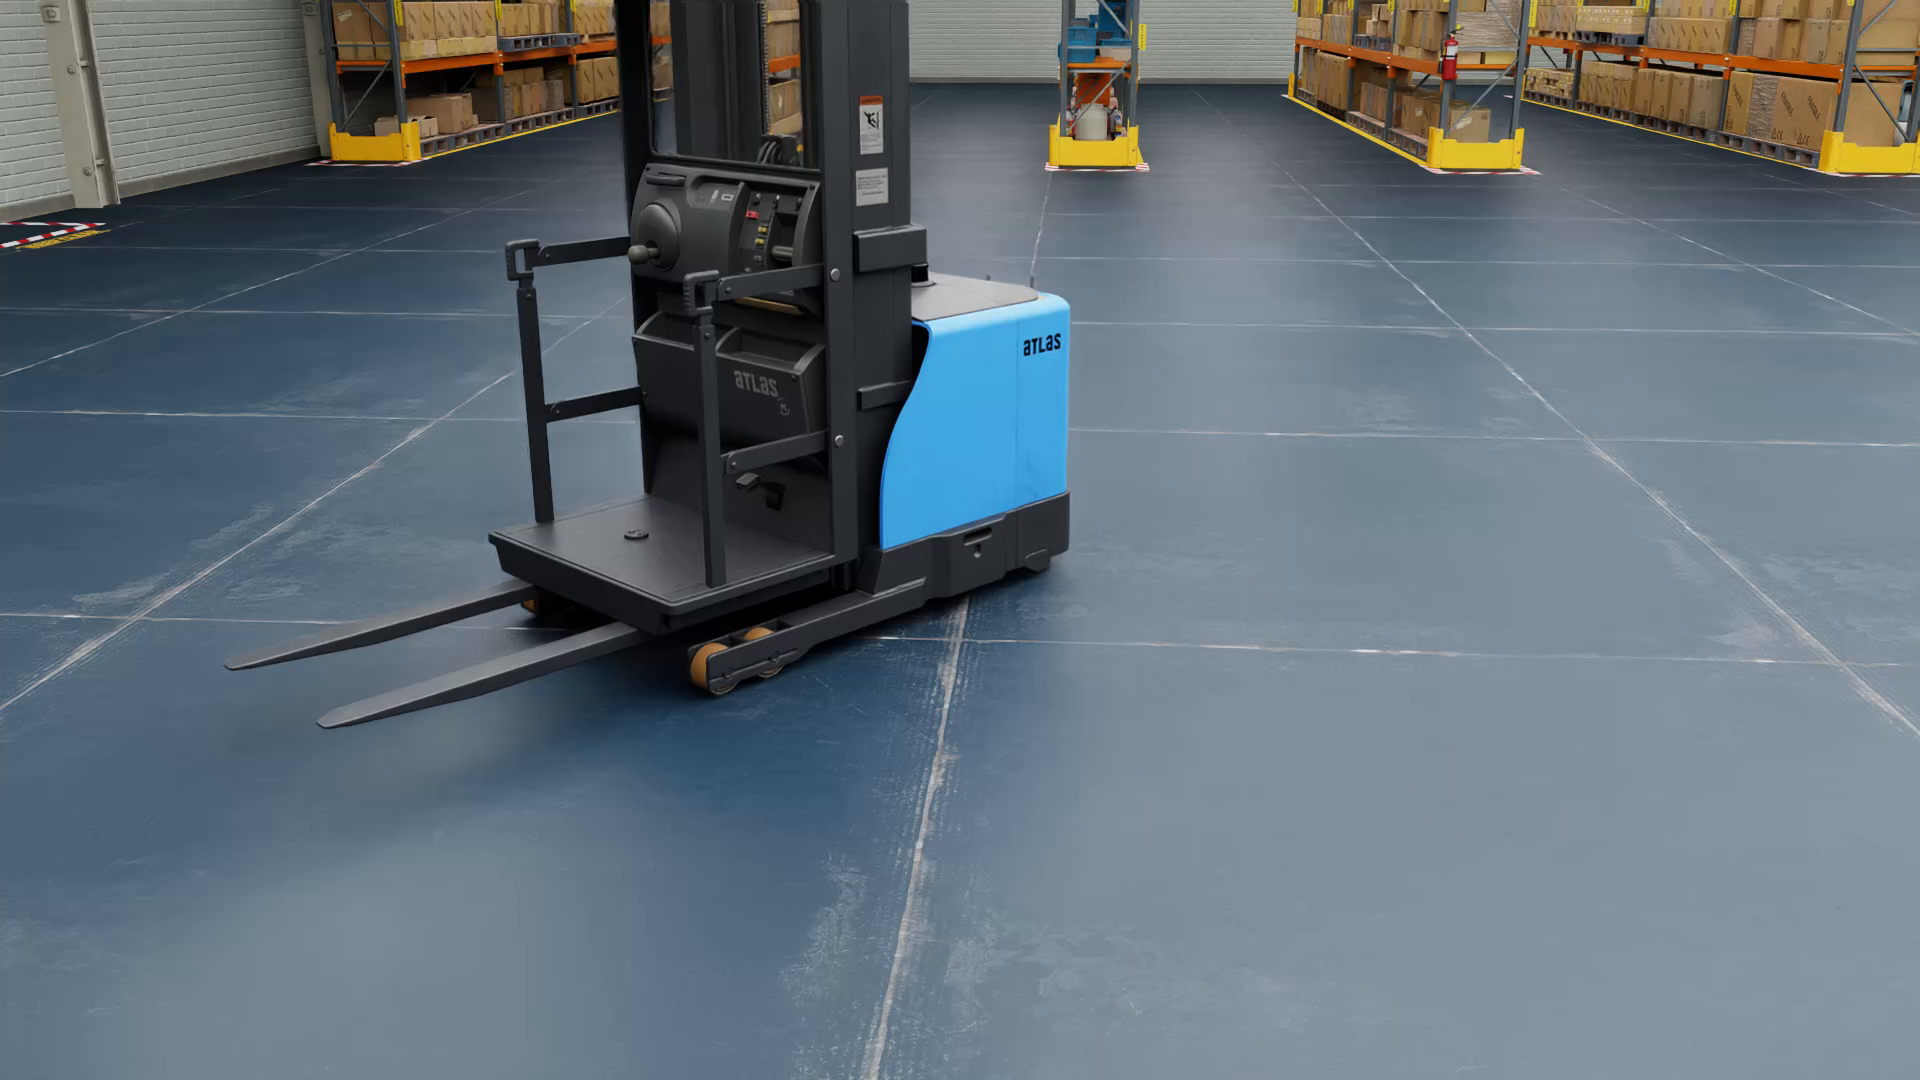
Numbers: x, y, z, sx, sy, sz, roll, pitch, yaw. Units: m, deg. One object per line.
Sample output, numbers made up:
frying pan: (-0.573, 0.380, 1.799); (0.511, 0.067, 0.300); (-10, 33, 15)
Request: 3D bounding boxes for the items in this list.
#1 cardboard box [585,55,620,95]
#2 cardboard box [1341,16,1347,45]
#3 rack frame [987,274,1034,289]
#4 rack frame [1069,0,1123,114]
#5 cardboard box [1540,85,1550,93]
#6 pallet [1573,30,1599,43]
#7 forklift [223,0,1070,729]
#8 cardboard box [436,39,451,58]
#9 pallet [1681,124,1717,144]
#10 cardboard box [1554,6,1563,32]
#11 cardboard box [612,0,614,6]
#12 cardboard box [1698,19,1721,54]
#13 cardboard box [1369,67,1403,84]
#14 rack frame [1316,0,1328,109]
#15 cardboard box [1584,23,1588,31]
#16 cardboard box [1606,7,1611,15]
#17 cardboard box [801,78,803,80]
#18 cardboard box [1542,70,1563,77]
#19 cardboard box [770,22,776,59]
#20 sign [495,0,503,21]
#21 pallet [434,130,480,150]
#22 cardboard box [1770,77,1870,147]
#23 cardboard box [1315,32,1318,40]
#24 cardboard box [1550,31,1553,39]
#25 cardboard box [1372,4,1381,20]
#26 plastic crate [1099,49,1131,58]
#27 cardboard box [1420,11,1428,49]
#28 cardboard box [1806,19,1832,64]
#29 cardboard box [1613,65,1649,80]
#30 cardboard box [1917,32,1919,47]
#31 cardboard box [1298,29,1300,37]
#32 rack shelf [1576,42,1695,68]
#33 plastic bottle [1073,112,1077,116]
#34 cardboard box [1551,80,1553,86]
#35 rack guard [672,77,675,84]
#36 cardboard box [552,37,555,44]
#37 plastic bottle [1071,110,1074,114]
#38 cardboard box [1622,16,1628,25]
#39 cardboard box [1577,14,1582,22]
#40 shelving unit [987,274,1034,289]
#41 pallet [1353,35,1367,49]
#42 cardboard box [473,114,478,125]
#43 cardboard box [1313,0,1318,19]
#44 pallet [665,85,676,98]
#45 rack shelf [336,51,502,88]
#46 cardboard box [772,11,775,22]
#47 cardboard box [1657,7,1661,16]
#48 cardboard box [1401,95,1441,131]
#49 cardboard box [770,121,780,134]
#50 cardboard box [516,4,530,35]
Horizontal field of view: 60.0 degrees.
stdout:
cardboard box: (-7.113, -9.355, 33.434); (0.750, 0.750, 0.750); (1, 18, 5)
cardboard box: (7.168, -9.169, 29.927); (0.500, 0.500, 0.500); (1, 18, 3)
rack frame: (0.210, -0.602, 7.074); (0.200, 1.050, 0.008); (4, 18, 11)
rack frame: (2.398, -8.918, 29.323); (1.000, 3.000, 0.127); (1, 18, 4)
cardboard box: (12.392, -9.445, 34.836); (0.380, 0.149, 0.250); (0, 18, 1)
pallet: (12.365, -9.583, 31.659); (1.003, 0.211, 1.213); (1, 18, 4)
forklift: (-0.952, -1.071, 5.484); (1.130, 2.935, 3.031); (17, 24, 41)
cardboard box: (-7.640, -7.057, 23.852); (0.500, 0.250, 0.500); (1, 18, 3)
pallet: (11.972, -6.340, 25.932); (1.003, 0.211, 1.213); (1, 18, 4)
cardboard box: (12.393, -10.569, 33.723); (0.500, 0.500, 0.500); (1, 18, 4)
cardboard box: (-7.021, -10.627, 32.664); (0.500, 0.250, 0.500); (2, 18, 5)
cardboard box: (11.799, -7.796, 25.737); (0.500, 0.500, 0.500); (1, 18, 3)
cardboard box: (7.320, -7.977, 28.553); (0.500, 0.250, 0.500); (2, 18, 6)
rack frame: (7.625, -10.050, 32.777); (1.000, 3.000, 0.127); (1, 18, 4)
cardboard box: (12.042, -9.712, 31.476); (0.380, 0.149, 0.250); (1, 18, 4)
cardboard box: (11.951, -9.593, 30.155); (0.380, 0.149, 0.250); (2, 18, 7)
cardboard box: (-2.873, -8.033, 29.464); (0.500, 0.311, 0.500); (2, 18, 6)
cardboard box: (12.465, -9.794, 34.945); (0.380, 0.149, 0.250); (2, 18, 6)
cardboard box: (-2.995, -7.055, 23.476); (0.700, 0.500, 0.500); (1, 18, 4)
sign: (-7.228, -8.299, 26.043); (0.100, 0.325, 0.005); (1, 18, 4)
pallet: (-7.868, -5.983, 24.843); (1.003, 0.211, 1.213); (1, 18, 4)
cardboard box: (11.749, -5.856, 22.717); (0.875, 0.875, 0.875); (1, 18, 3)
cardboard box: (7.339, -10.113, 33.372); (0.380, 0.149, 0.250); (2, 18, 5)
cardboard box: (12.441, -10.452, 34.407); (0.380, 0.149, 0.250); (2, 18, 6)
cardboard box: (7.340, -8.886, 28.391); (0.500, 0.500, 0.500); (-1, 18, -3)
plastic crate: (2.248, -7.041, 24.017); (0.530, 0.136, 0.437); (1, 18, 4)
cardboard box: (6.827, -6.995, 22.814); (0.875, 0.500, 0.500); (1, 18, 4)
cardboard box: (11.704, -6.540, 21.824); (0.875, 0.550, 0.550); (1, 18, 4)
cardboard box: (12.091, -8.409, 29.905); (0.500, 0.250, 0.500); (2, 18, 5)
cardboard box: (17.021, -8.837, 29.317); (0.500, 0.250, 0.500); (2, 18, 5)
cardboard box: (7.540, -10.991, 36.051); (0.380, 0.149, 0.250); (1, 18, 3)
rack shelf: (12.422, -8.945, 30.560); (1.077, 0.370, 4.000); (1, 18, 4)
plastic bottle: (1.750, -6.300, 25.006); (0.097, 0.271, 0.097); (0, 18, 0)
cardboard box: (12.495, -9.487, 34.485); (0.380, 0.149, 0.250); (2, 18, 7)
rack guard: (-6.908, -10.444, 37.993); (1.175, 0.500, 0.348); (1, 18, 4)
cardboard box: (-7.229, -9.127, 30.331); (0.380, 0.149, 0.250); (1, 18, 3)
plastic bottle: (1.656, -6.401, 25.307); (0.152, 0.276, 0.135); (2, 18, 6)
cardboard box: (11.877, -9.134, 29.232); (0.380, 0.149, 0.250); (2, 18, 6)
cardboard box: (12.078, -10.018, 31.929); (0.380, 0.149, 0.250); (2, 18, 5)
shelving unit: (0.186, -0.565, 6.961); (0.215, 1.050, 0.252); (4, 18, 11)
pallet: (7.394, -8.493, 28.333); (1.213, 0.211, 1.003); (1, 18, 4)
cardboard box: (-7.778, -6.593, 26.071); (0.380, 0.166, 0.250); (-1, 18, -3)
cardboard box: (7.432, -10.781, 33.566); (0.500, 0.500, 0.500); (1, 18, 4)
pallet: (-6.889, -10.049, 37.252); (1.003, 0.211, 1.213); (1, 18, 4)
rack shelf: (-7.913, -6.934, 24.423); (1.077, 0.370, 4.000); (1, 18, 4)
cardboard box: (-2.800, -7.339, 23.301); (0.380, 0.149, 0.250); (1, 18, 2)
cardboard box: (12.543, -9.327, 29.345); (0.380, 0.149, 0.250); (1, 18, 4)
cardboard box: (6.983, -6.454, 25.142); (0.500, 0.500, 0.500); (1, 18, 2)
cardboard box: (-2.823, -5.755, 23.412); (0.500, 0.250, 0.500); (1, 18, 4)
cardboard box: (-7.636, -8.690, 27.758); (0.700, 0.500, 0.500); (4, 19, 11)
